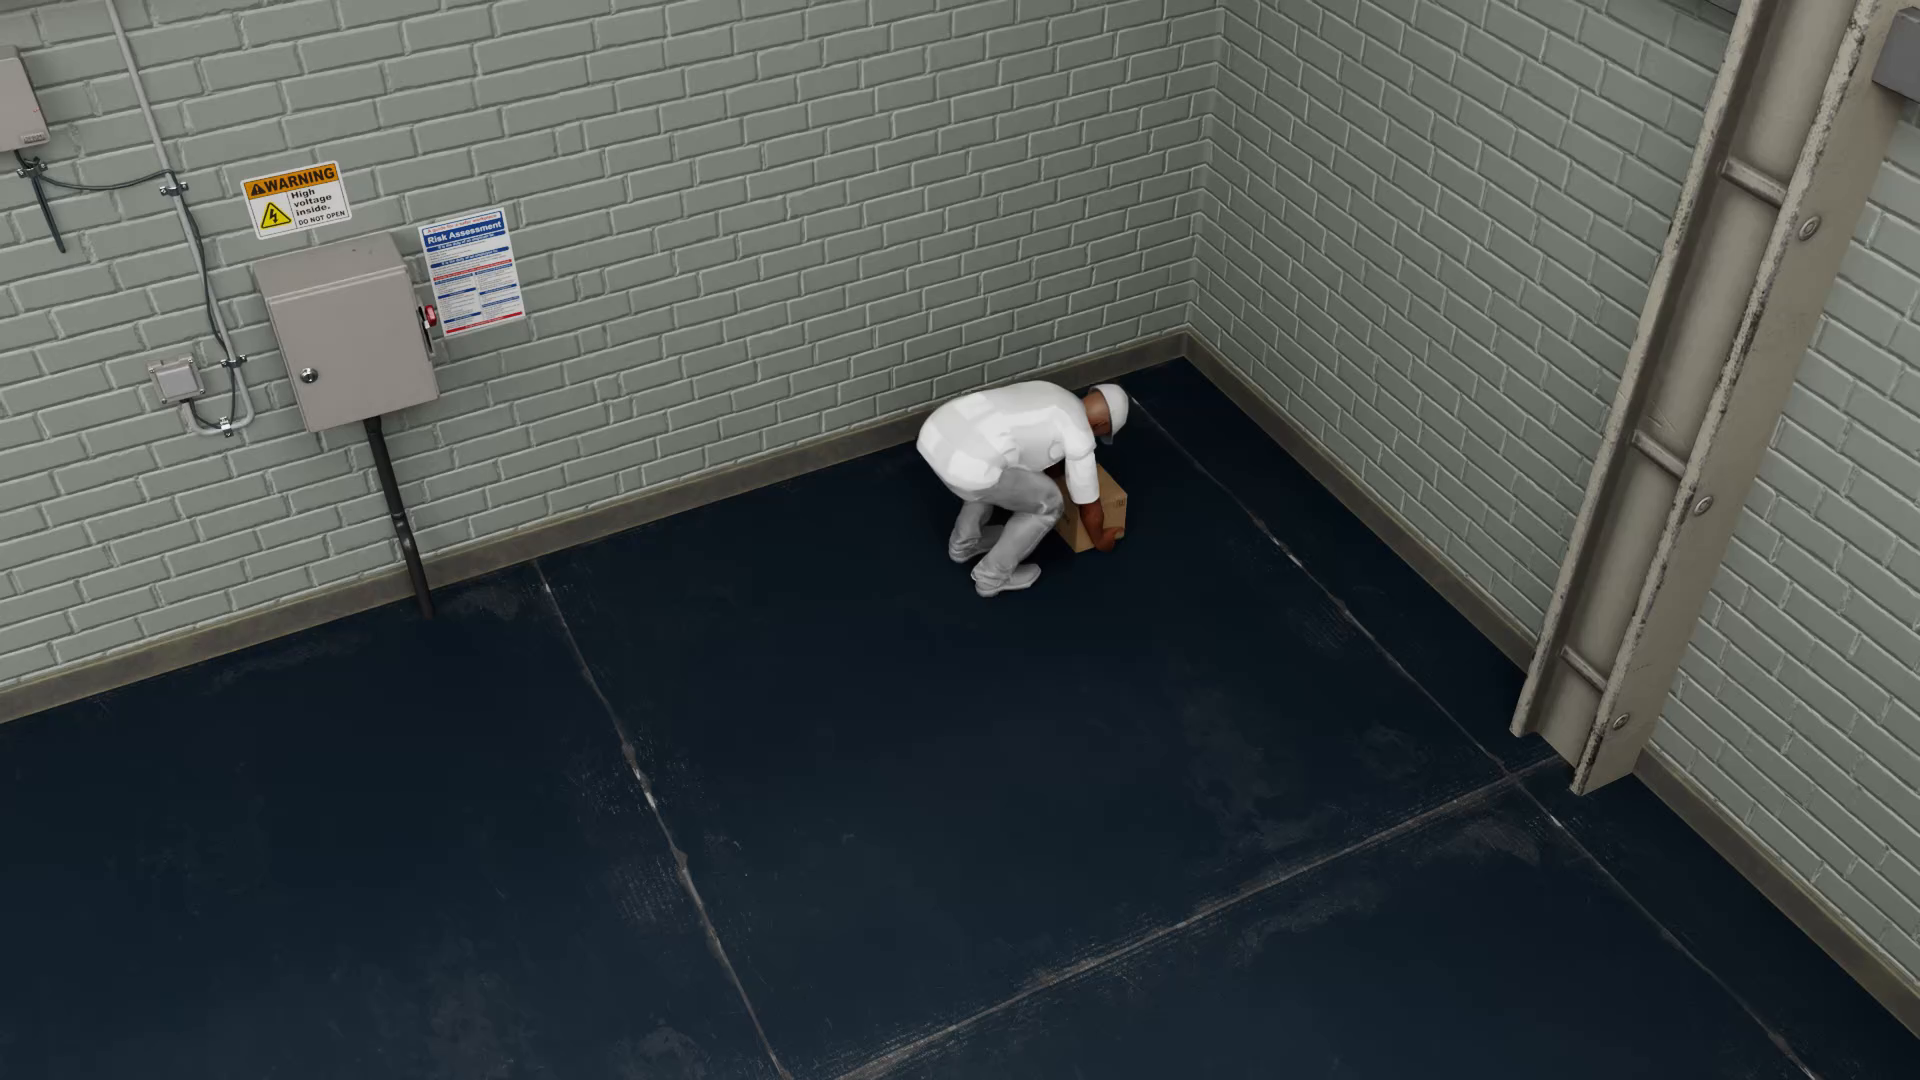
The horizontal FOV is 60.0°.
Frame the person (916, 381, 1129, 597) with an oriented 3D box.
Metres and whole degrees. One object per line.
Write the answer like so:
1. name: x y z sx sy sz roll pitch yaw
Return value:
1. person: 0.293 -0.287 7.123 0.976 0.915 0.510 -21 45 -22
